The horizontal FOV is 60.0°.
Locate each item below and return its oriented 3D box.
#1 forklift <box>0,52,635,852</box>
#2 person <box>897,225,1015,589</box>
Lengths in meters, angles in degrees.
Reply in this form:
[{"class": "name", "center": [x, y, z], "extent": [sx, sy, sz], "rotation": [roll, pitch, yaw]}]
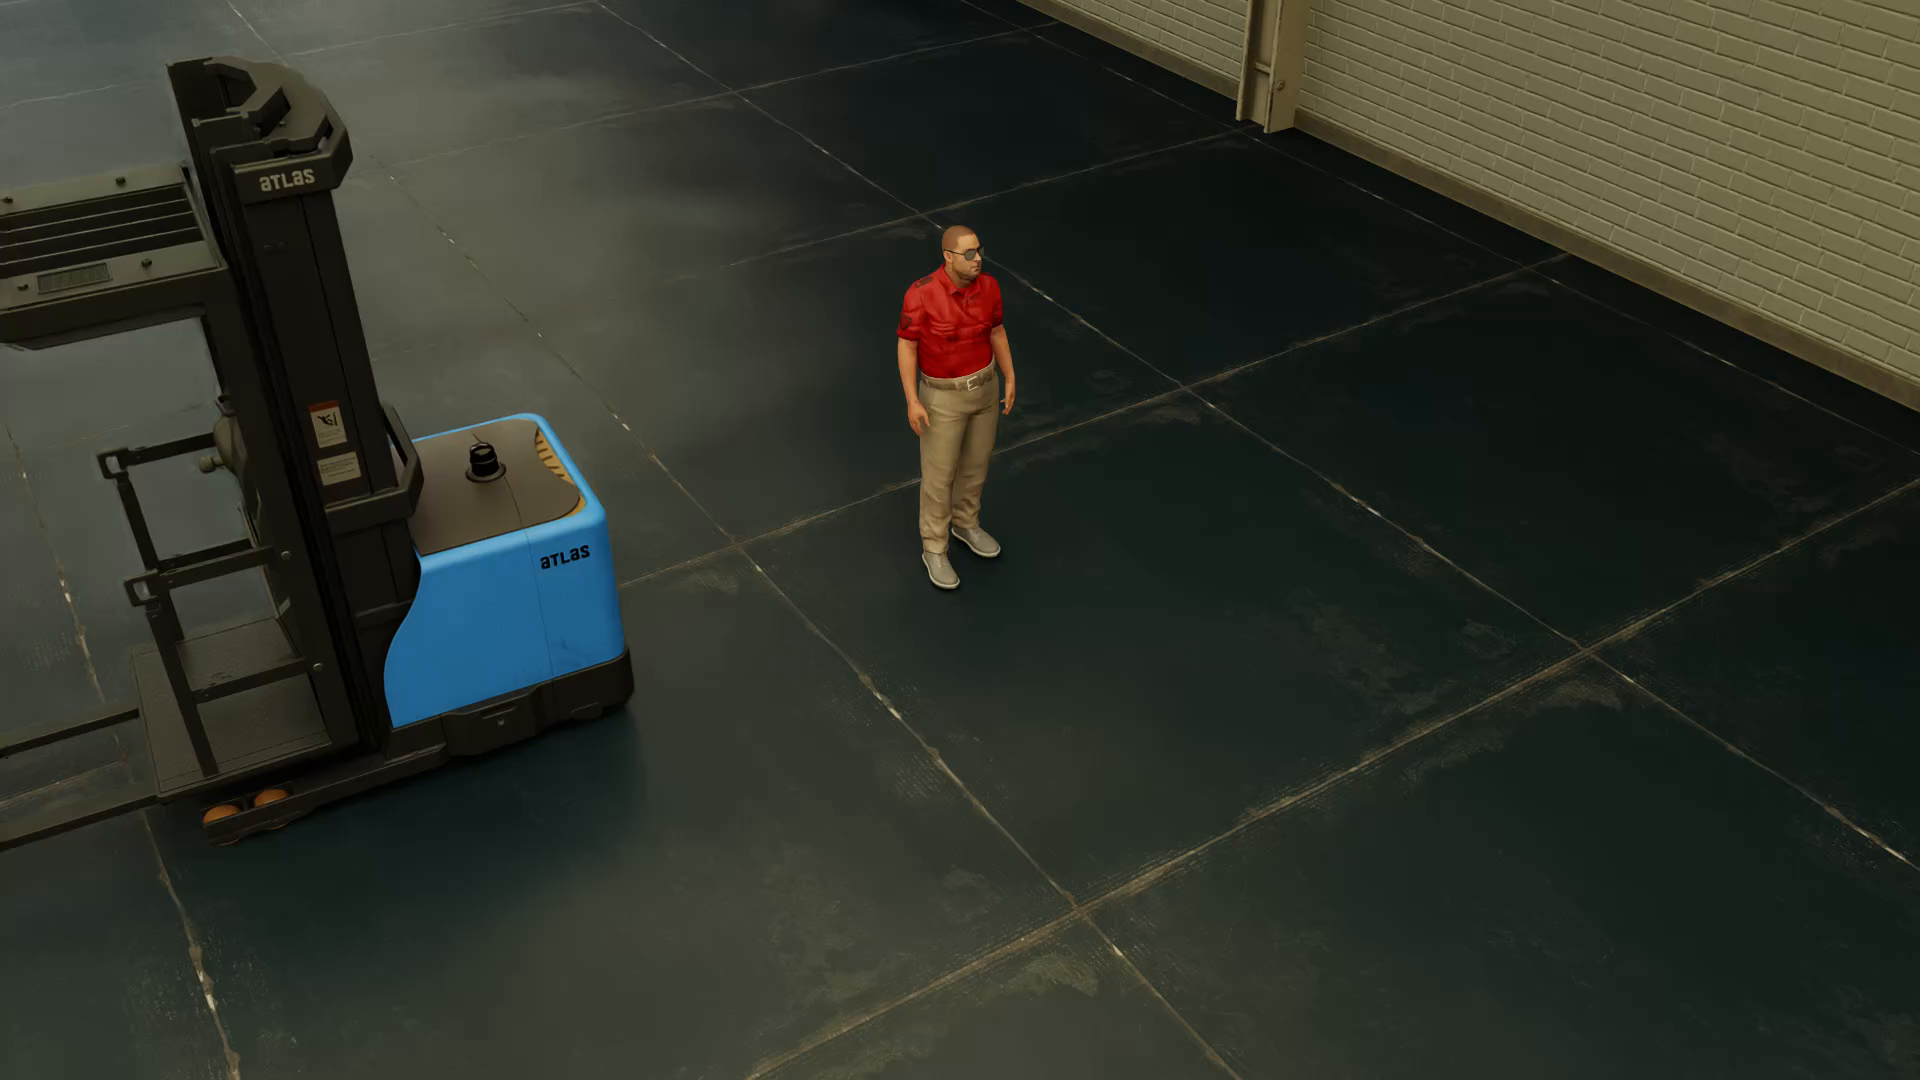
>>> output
[{"class": "forklift", "center": [-3.033, -0.284, 6.551], "extent": [3.031, 2.935, 1.130], "rotation": [-17, 39, -23]}, {"class": "person", "center": [0.039, -0.666, 8.129], "extent": [0.640, 1.727, 0.551], "rotation": [-21, 40, -27]}]
